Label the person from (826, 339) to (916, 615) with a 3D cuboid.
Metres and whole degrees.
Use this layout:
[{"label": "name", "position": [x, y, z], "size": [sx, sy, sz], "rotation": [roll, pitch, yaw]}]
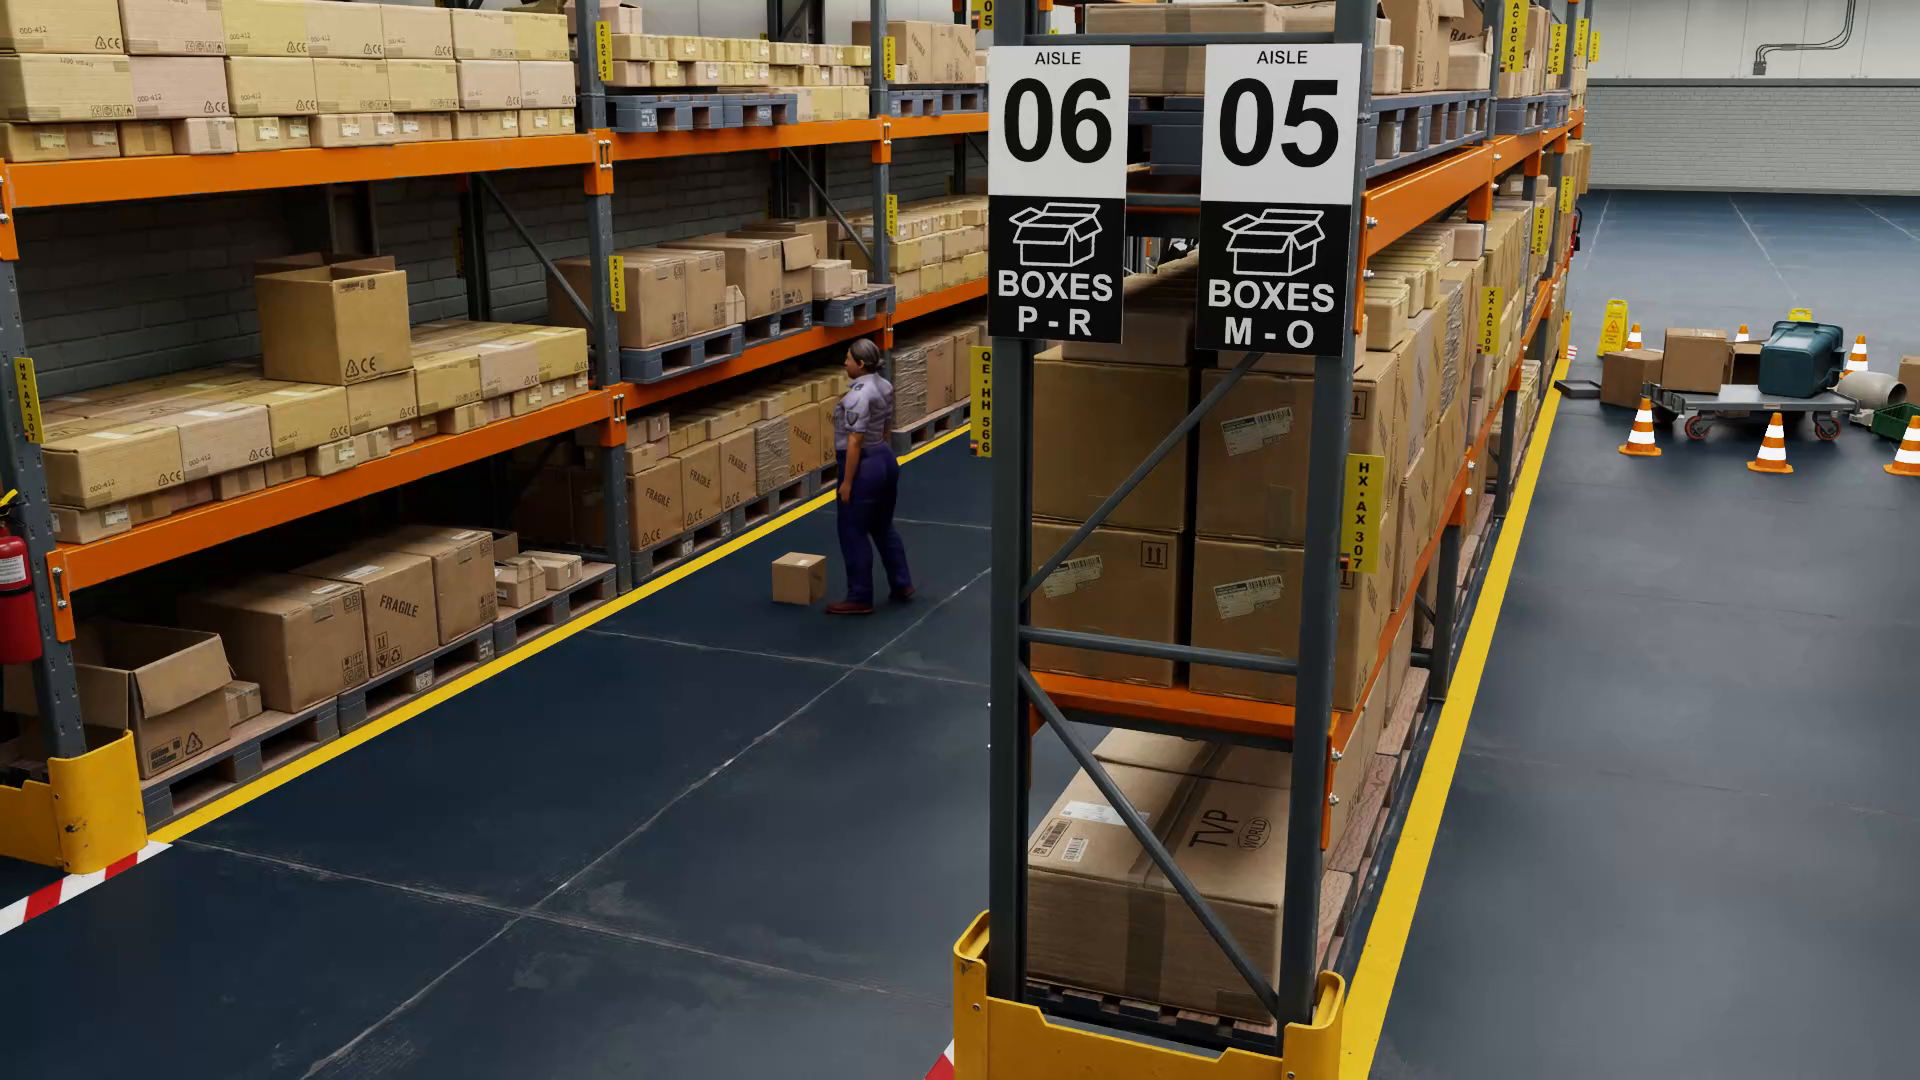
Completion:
[{"label": "person", "position": [-0.538, -0.359, 9.961], "size": [0.440, 1.716, 0.579], "rotation": [6, 17, 21]}]
